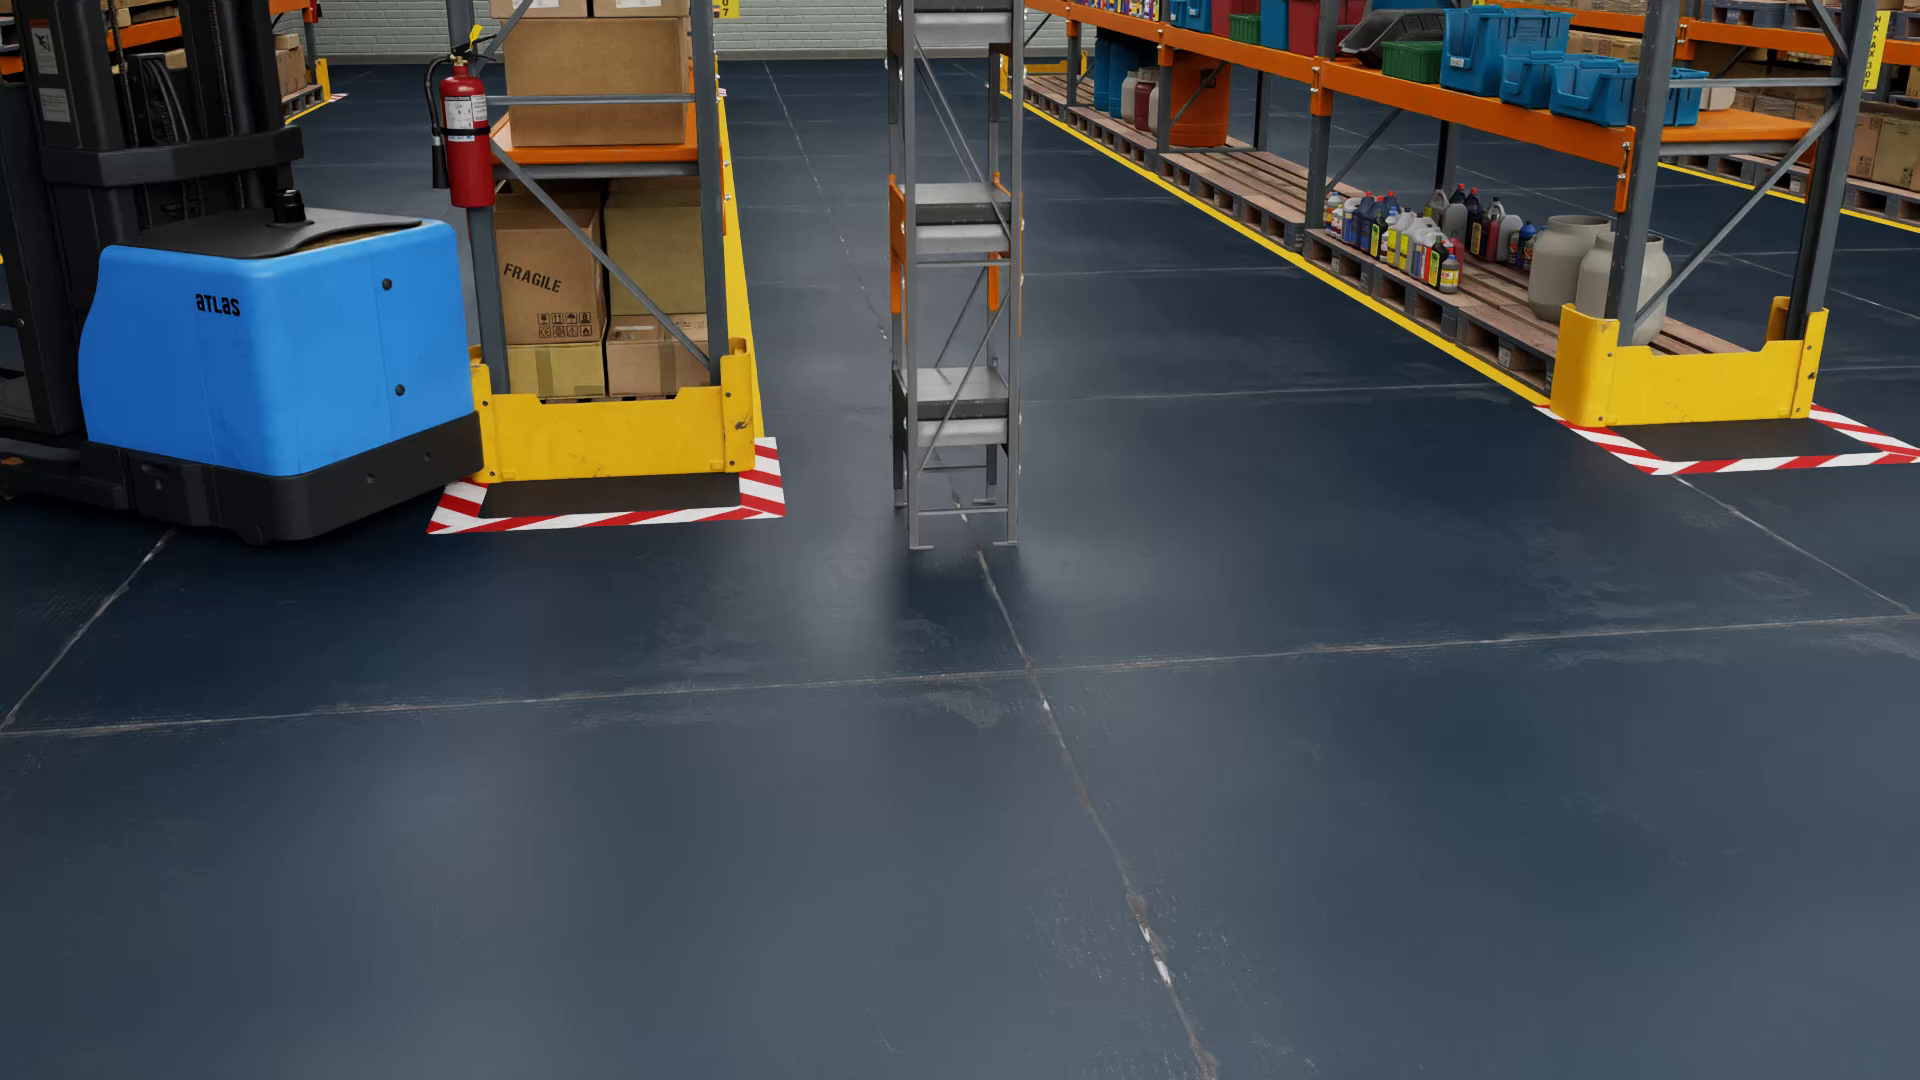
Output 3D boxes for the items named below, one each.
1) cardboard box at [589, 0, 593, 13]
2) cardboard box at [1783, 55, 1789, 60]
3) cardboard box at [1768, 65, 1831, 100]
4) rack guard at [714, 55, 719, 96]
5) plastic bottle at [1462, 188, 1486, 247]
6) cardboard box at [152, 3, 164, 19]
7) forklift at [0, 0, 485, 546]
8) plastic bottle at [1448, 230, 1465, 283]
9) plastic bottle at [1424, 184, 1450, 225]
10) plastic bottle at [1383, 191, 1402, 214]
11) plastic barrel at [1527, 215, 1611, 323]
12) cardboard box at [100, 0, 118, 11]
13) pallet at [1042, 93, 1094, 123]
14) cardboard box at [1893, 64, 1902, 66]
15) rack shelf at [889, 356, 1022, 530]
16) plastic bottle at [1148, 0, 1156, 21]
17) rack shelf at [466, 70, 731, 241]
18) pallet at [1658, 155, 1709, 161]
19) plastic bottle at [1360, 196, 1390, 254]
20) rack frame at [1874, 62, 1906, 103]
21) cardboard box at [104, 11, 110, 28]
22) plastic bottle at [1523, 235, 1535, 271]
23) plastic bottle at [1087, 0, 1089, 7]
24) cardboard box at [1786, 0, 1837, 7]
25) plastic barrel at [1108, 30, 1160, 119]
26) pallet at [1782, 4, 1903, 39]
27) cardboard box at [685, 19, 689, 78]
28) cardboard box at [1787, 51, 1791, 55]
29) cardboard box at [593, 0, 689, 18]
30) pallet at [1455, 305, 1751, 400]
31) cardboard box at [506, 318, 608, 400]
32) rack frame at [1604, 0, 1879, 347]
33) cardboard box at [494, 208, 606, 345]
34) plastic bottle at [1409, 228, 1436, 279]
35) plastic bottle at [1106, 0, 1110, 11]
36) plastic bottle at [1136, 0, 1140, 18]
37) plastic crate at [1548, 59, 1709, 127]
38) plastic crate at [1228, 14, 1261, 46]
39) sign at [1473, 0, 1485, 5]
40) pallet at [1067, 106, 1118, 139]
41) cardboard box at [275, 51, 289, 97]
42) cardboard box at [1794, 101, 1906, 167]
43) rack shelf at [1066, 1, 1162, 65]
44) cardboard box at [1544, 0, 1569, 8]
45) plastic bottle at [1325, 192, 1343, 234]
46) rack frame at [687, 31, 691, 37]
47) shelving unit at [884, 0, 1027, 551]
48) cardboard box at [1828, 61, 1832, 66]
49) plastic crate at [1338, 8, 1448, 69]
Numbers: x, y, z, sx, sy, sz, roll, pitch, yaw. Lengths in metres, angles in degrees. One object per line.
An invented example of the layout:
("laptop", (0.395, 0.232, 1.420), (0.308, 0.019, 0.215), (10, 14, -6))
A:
("cardboard box", (-1.749, -2.296, 7.007), (0.380, 0.149, 0.250), (-2, 21, -6))
("cardboard box", (11.023, -6.341, 21.955), (0.380, 0.149, 0.250), (-2, 21, -5))
("cardboard box", (7.397, -3.973, 14.439), (0.500, 0.250, 0.500), (-1, 20, -2))
("rack guard", (-3.762, -6.075, 21.766), (1.175, 0.500, 0.348), (-3, 21, -8))
("plastic bottle", (3.265, -2.056, 10.591), (0.144, 0.351, 0.185), (-4, 21, -10))
("cardboard box", (-7.602, -4.890, 15.353), (0.380, 0.149, 0.250), (-2, 21, -6))
("forklift", (-3.499, -1.690, 6.552), (3.031, 2.935, 1.130), (10, 23, 25))
("plastic bottle", (2.834, -1.622, 9.527), (0.061, 0.283, 0.133), (-3, 21, -8))
("plastic bottle", (3.095, -2.115, 10.750), (0.144, 0.351, 0.185), (-3, 21, -8))
("plastic bottle", (2.708, -2.038, 10.542), (0.144, 0.351, 0.185), (-3, 21, -8))
("plastic barrel", (3.193, -1.410, 8.659), (0.421, 0.512, 0.421), (0, 20, 0))
("cardboard box", (-7.338, -4.628, 13.723), (0.500, 0.500, 0.500), (-2, 21, -6))
("pallet", (1.562, -5.082, 19.521), (1.003, 0.211, 1.213), (-3, 21, -8))
("cardboard box", (11.221, -5.851, 20.218), (0.380, 0.149, 0.250), (-2, 21, -6))
("rack shelf", (-0.024, -0.372, 6.252), (0.431, 0.518, 0.480), (-3, 21, -8))
("plastic bottle", (1.769, -4.895, 15.200), (0.061, 0.283, 0.133), (-3, 21, -8))
("rack shelf", (-1.754, -2.088, 8.547), (1.077, 0.370, 4.000), (-3, 21, -8))
("pallet", (7.145, -3.971, 16.547), (1.003, 0.211, 1.213), (-3, 21, -8))
("plastic bottle", (2.592, -1.965, 10.348), (0.144, 0.351, 0.185), (-4, 21, -10))
("rack frame", (11.530, -6.601, 19.602), (1.000, 3.000, 0.127), (-3, 21, -8))
("cardboard box", (-7.367, -4.356, 13.923), (0.380, 0.149, 0.250), (-3, 21, -7))
("plastic bottle", (3.405, -1.707, 9.870), (0.097, 0.201, 0.097), (0, 20, 0))
("plastic bottle", (1.405, -5.808, 17.663), (0.097, 0.271, 0.097), (0, 20, 0))
("cardboard box", (7.198, -4.535, 13.686), (0.500, 0.250, 0.500), (-4, 21, -9))
("plastic barrel", (1.870, -4.915, 17.487), (0.600, 0.901, 0.708), (-3, 21, -8))
("pallet", (7.510, -4.227, 13.522), (1.003, 0.211, 1.213), (-3, 21, -8))
("cardboard box", (-1.822, -2.655, 8.894), (0.700, 0.500, 0.500), (-3, 21, -7))
("cardboard box", (11.033, -6.390, 21.662), (0.380, 0.149, 0.250), (-3, 21, -8))
("cardboard box", (-1.310, -2.230, 6.829), (0.380, 0.149, 0.250), (-3, 21, -8))
("pallet", (3.267, -0.980, 8.539), (1.003, 0.211, 1.213), (-3, 21, -8))
("cardboard box", (-1.836, -0.812, 7.432), (0.500, 0.250, 0.500), (-3, 21, -8))
("rack frame", (3.436, -1.981, 7.233), (1.000, 3.000, 0.127), (-3, 21, -8))
("cardboard box", (-1.838, -1.163, 7.301), (0.500, 0.500, 0.500), (-3, 21, -8))
("plastic bottle", (2.708, -1.661, 9.642), (0.152, 0.276, 0.135), (-3, 21, -9))
("plastic bottle", (1.563, -5.497, 16.825), (0.152, 0.276, 0.135), (-3, 21, -8))
("plastic bottle", (1.714, -5.065, 15.673), (0.097, 0.271, 0.097), (0, 20, 0))
("plastic crate", (3.068, -2.069, 7.682), (0.499, 0.251, 0.616), (-3, 21, -8))
("plastic crate", (2.329, -3.855, 12.554), (0.450, 0.188, 0.662), (-3, 21, -8))
("sign", (3.405, -3.519, 10.956), (0.100, 0.325, 0.005), (-3, 21, -8))
("pallet", (1.776, -4.560, 18.124), (1.003, 0.211, 1.213), (-3, 21, -8))
("cardboard box", (-8.329, -5.462, 19.525), (0.700, 0.500, 0.500), (-4, 21, -10))
("cardboard box", (7.482, -3.417, 14.022), (0.700, 0.500, 0.500), (-1, 21, -3))
("rack shelf", (1.995, -5.106, 16.629), (1.077, 0.370, 4.000), (-3, 21, -8))
("cardboard box", (6.571, -5.913, 17.618), (0.500, 0.500, 0.500), (-3, 21, -9))
("plastic bottle", (2.472, -2.161, 10.987), (0.097, 0.271, 0.097), (0, 20, 0))
("rack frame", (-2.043, -3.117, 10.275), (1.000, 3.000, 0.127), (-3, 21, -8))
("shelving unit", (-0.024, -1.041, 6.002), (0.431, 2.100, 0.503), (-3, 21, -8))
("cardboard box", (11.063, -5.879, 20.719), (0.380, 0.149, 0.250), (-4, 21, -10))
("plastic crate", (2.809, -3.149, 10.449), (0.767, 0.338, 0.504), (-3, 21, -8))
